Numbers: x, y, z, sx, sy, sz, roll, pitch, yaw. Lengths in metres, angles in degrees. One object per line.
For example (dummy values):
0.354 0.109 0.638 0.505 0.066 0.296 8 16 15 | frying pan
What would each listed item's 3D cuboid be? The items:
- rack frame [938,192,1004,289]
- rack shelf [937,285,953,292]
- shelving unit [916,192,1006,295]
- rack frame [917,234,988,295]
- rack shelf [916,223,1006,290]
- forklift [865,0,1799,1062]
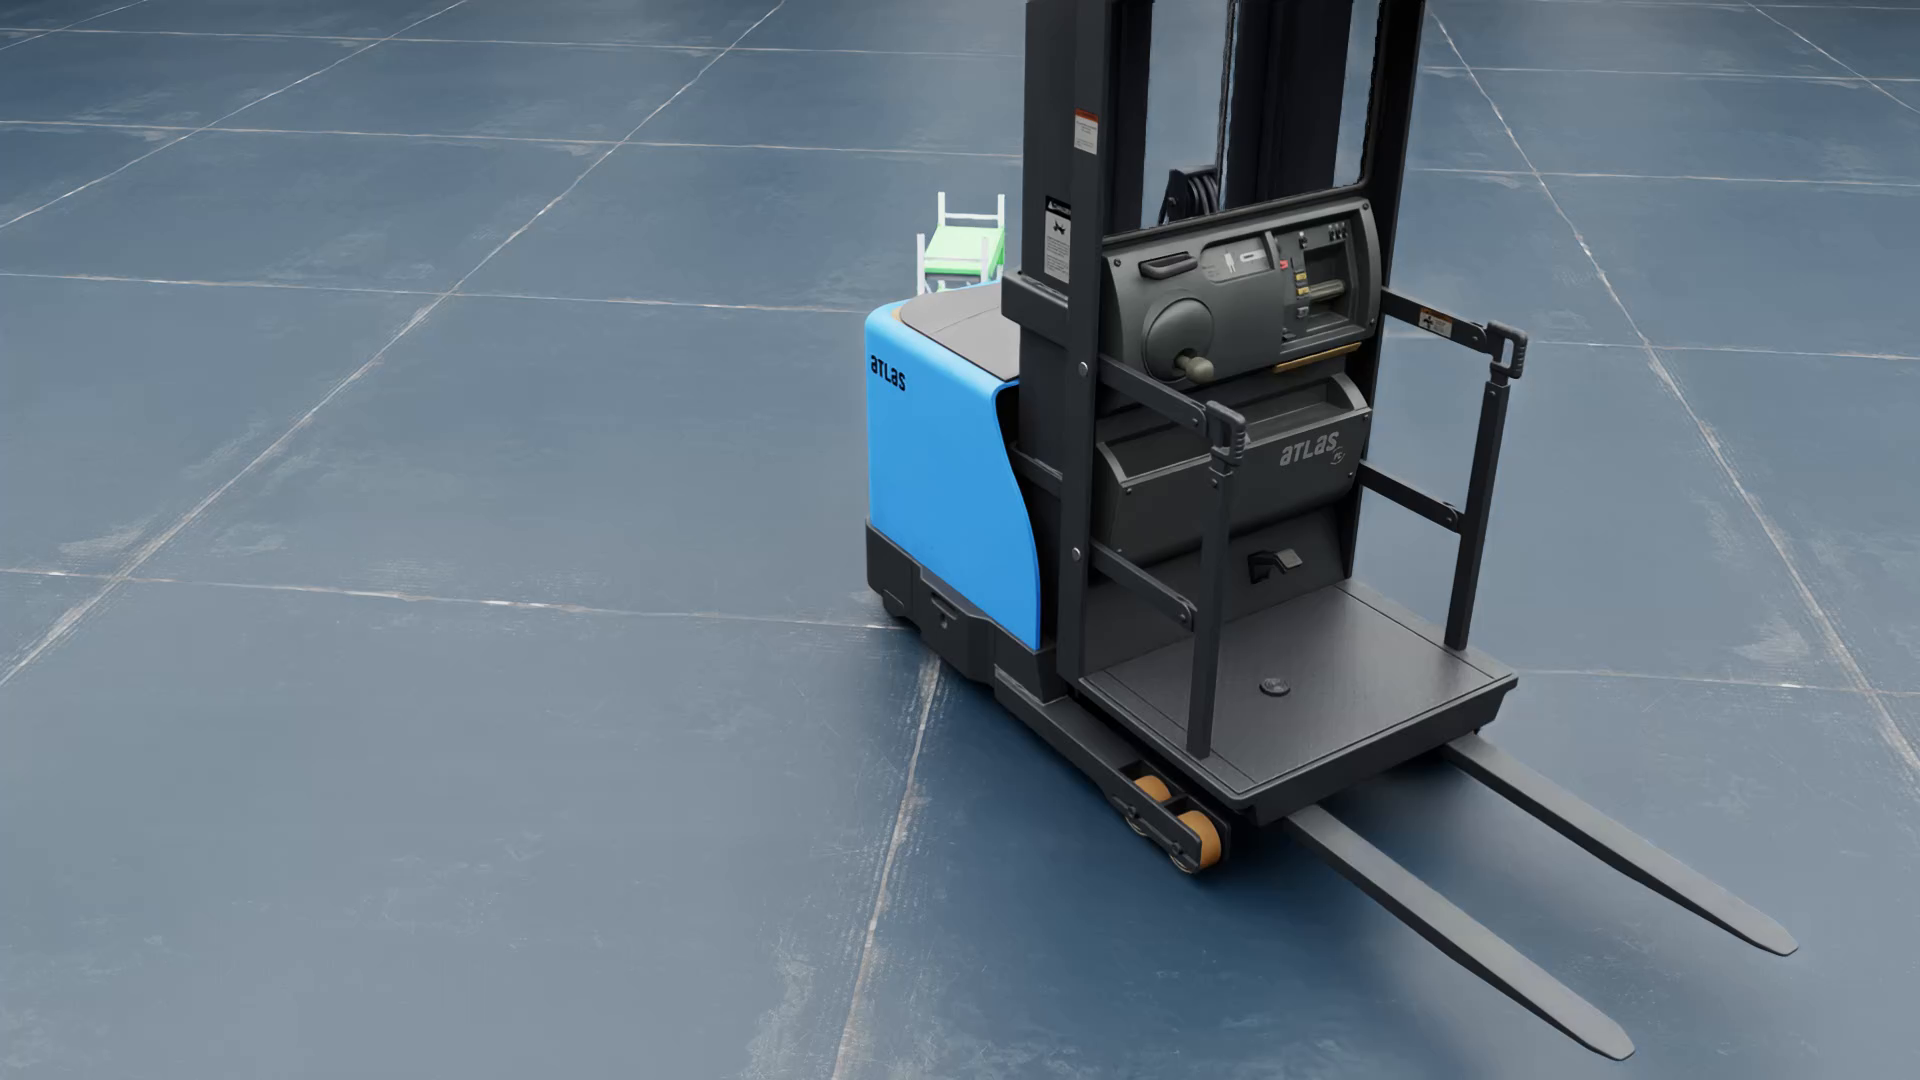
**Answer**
0.041 -0.731 6.343 0.240 1.200 0.015 4 29 7 | rack frame
0.008 -0.772 6.046 0.258 0.148 0.480 4 29 7 | rack shelf
0.008 -0.617 6.130 0.258 1.200 0.503 4 29 7 | shelving unit
-0.025 -0.502 5.917 0.240 1.200 0.015 4 29 7 | rack frame
0.008 -0.983 5.932 0.258 0.148 0.480 4 29 7 | rack shelf
0.901 -0.636 4.341 1.130 2.935 3.031 -17 33 -29 | forklift
